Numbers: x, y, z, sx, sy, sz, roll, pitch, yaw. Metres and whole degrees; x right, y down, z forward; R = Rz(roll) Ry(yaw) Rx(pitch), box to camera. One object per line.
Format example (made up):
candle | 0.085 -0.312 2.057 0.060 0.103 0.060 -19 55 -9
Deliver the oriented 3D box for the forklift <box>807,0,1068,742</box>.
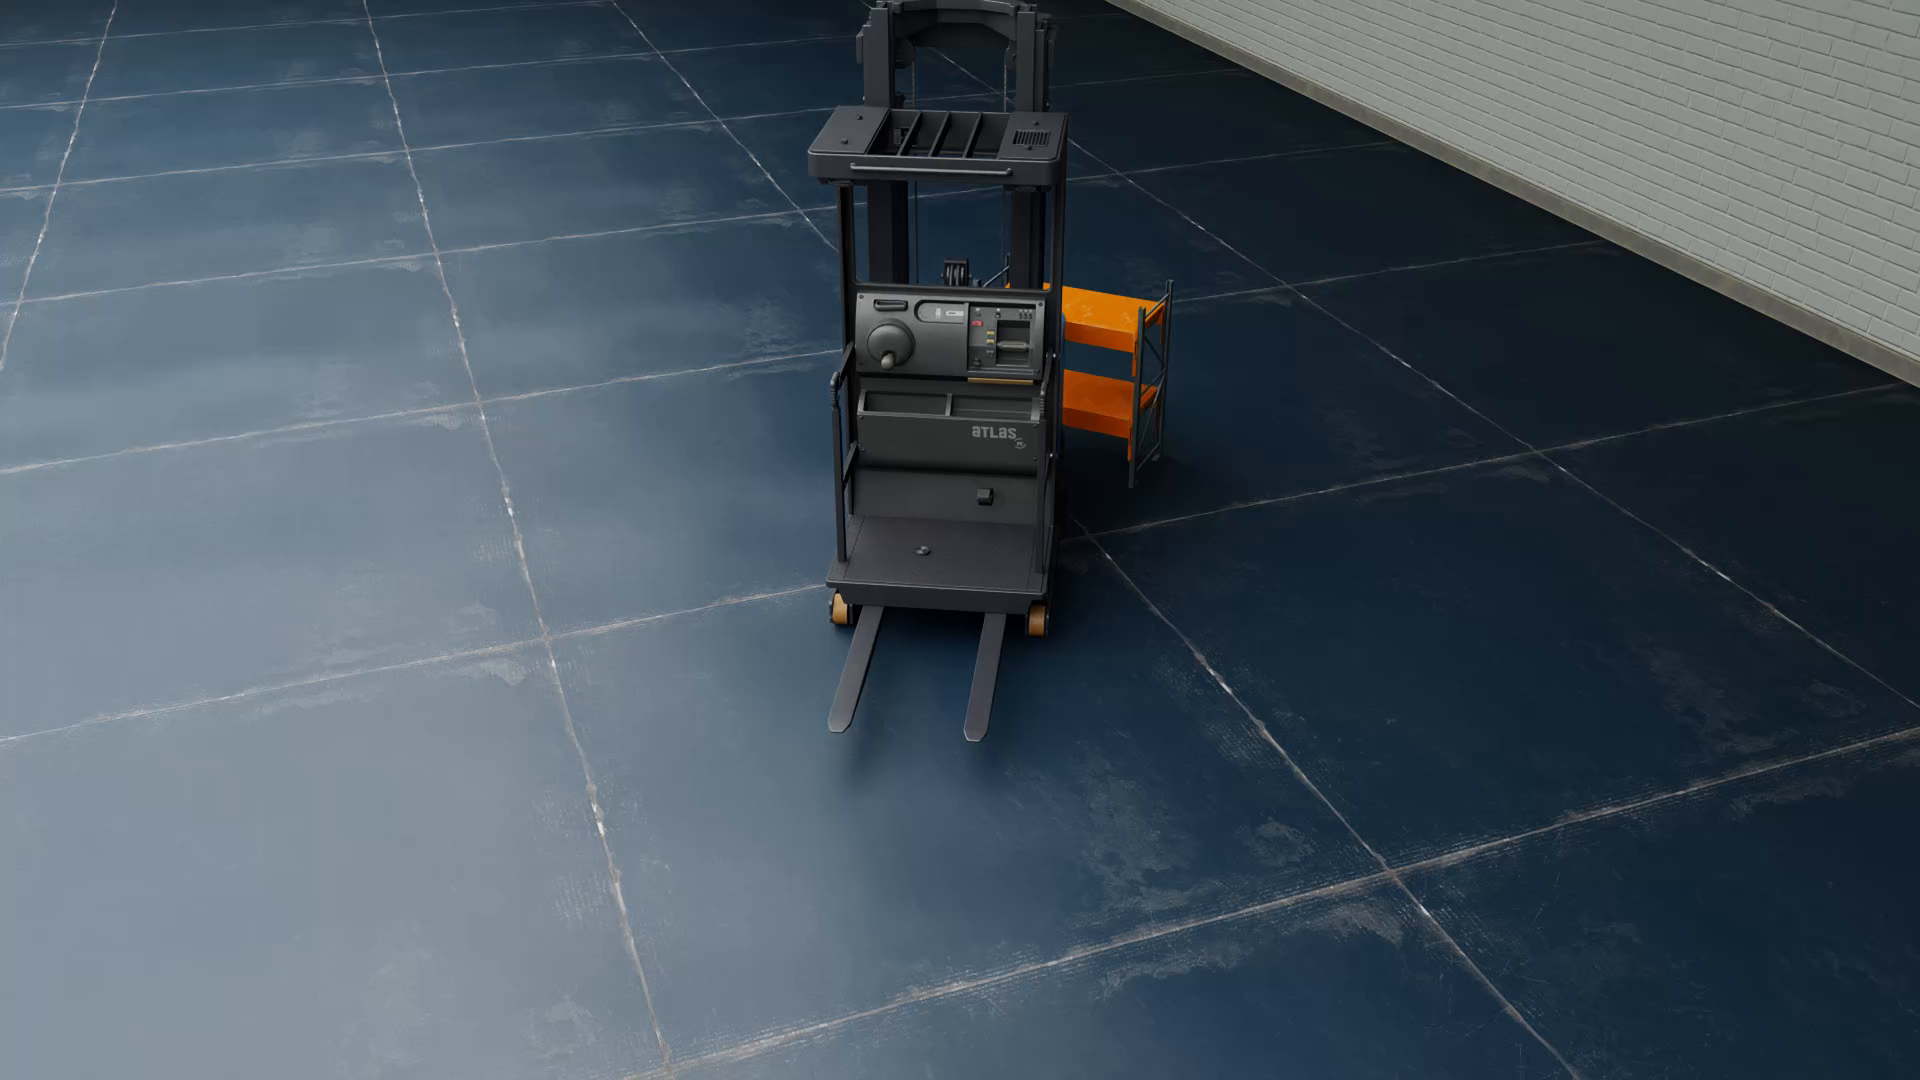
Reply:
forklift | -0.071 -0.964 7.980 1.130 2.935 3.031 3 30 6

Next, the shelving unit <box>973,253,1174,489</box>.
shelving unit | 0.656 -1.015 9.894 1.048 1.125 0.538 14 32 22

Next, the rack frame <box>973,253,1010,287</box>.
rack frame | 0.199 -1.125 10.088 0.032 1.125 0.500 14 32 22

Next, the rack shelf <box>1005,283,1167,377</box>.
rack shelf | 0.656 -1.269 9.750 1.000 0.278 0.538 14 32 22

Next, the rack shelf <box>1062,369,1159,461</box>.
rack shelf | 0.656 -0.802 10.015 1.000 0.278 0.538 14 32 22

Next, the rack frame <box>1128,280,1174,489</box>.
rack frame | 1.113 -0.904 9.701 0.032 1.125 0.500 14 32 22
